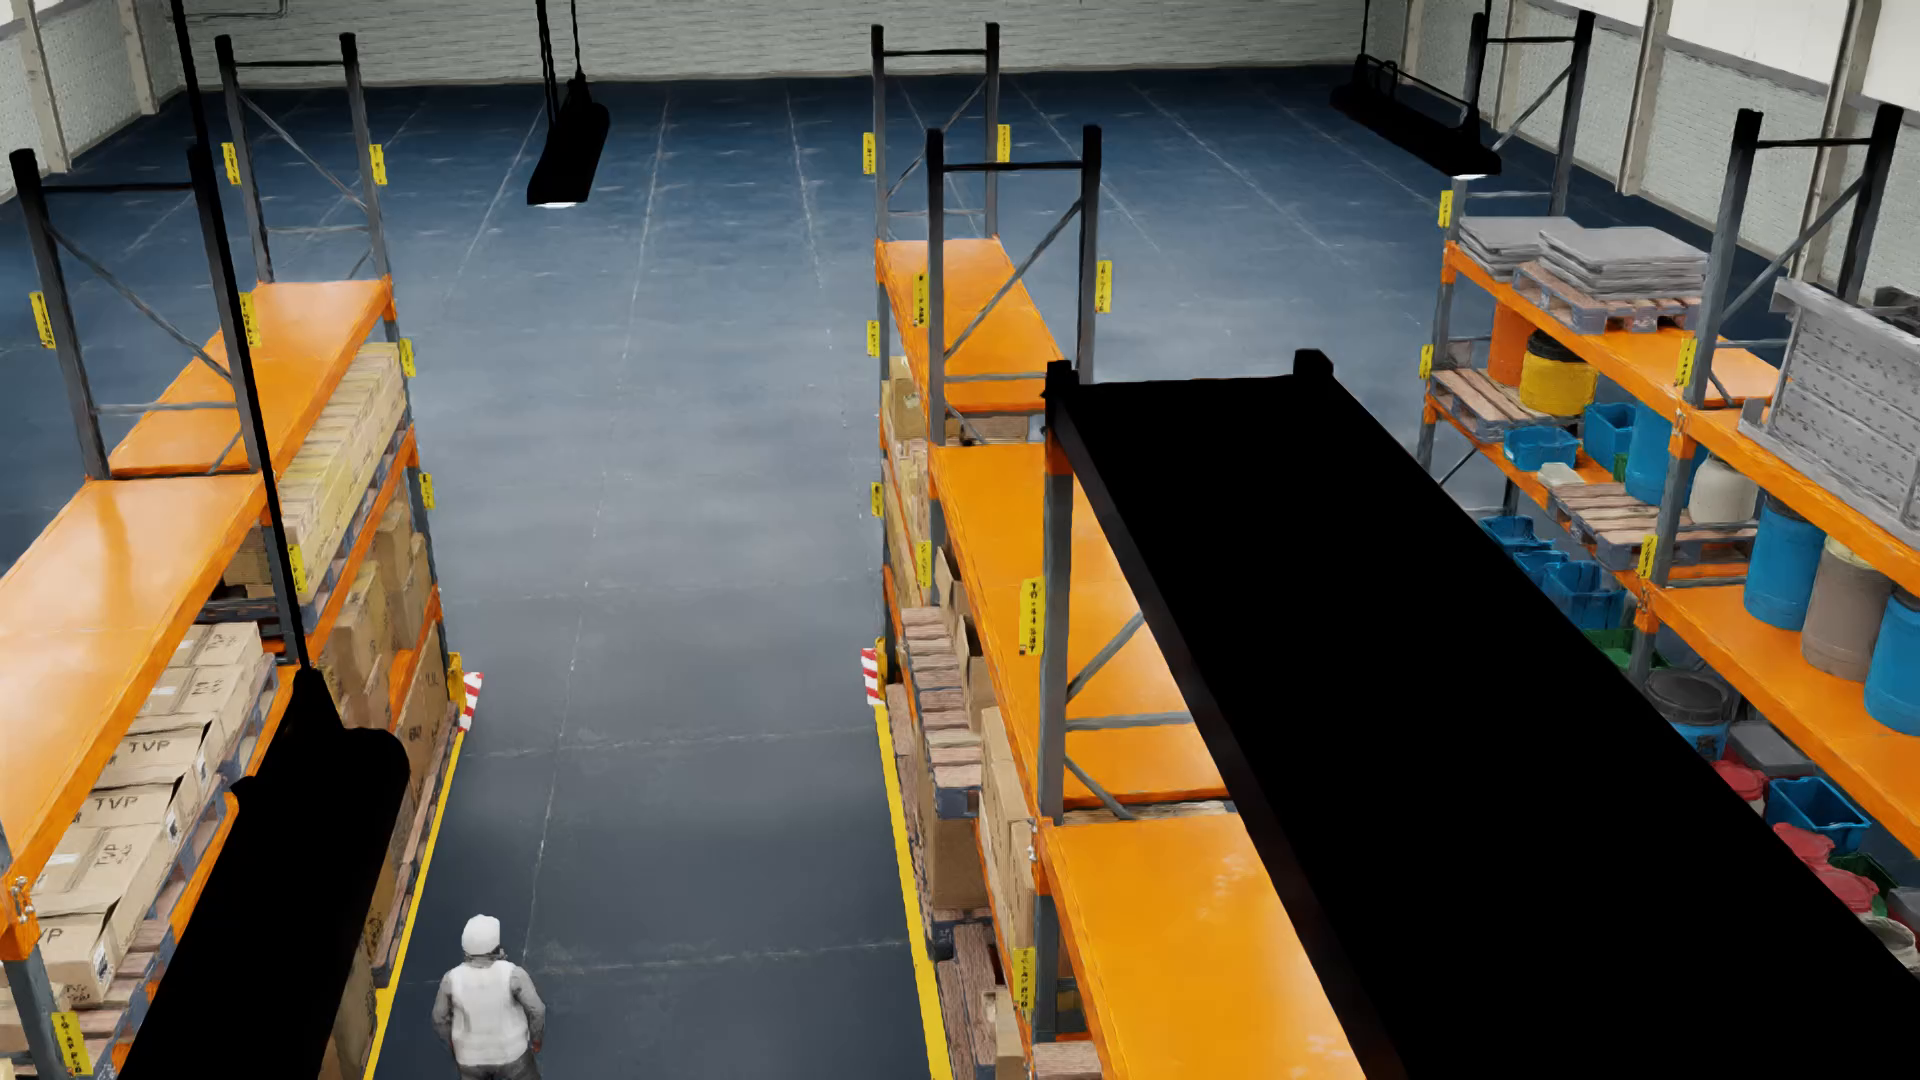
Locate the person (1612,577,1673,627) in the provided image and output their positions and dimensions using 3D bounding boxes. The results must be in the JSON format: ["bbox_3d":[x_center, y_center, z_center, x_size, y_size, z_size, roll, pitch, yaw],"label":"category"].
[{"bbox_3d":[6.270,0.581,15.368,0.527,1.663,0.544,13,29,26],"label":"person"}]

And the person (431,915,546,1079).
[{"bbox_3d":[-2.826,3.067,10.090,0.677,1.726,0.574,-3,26,-7],"label":"person"}]
